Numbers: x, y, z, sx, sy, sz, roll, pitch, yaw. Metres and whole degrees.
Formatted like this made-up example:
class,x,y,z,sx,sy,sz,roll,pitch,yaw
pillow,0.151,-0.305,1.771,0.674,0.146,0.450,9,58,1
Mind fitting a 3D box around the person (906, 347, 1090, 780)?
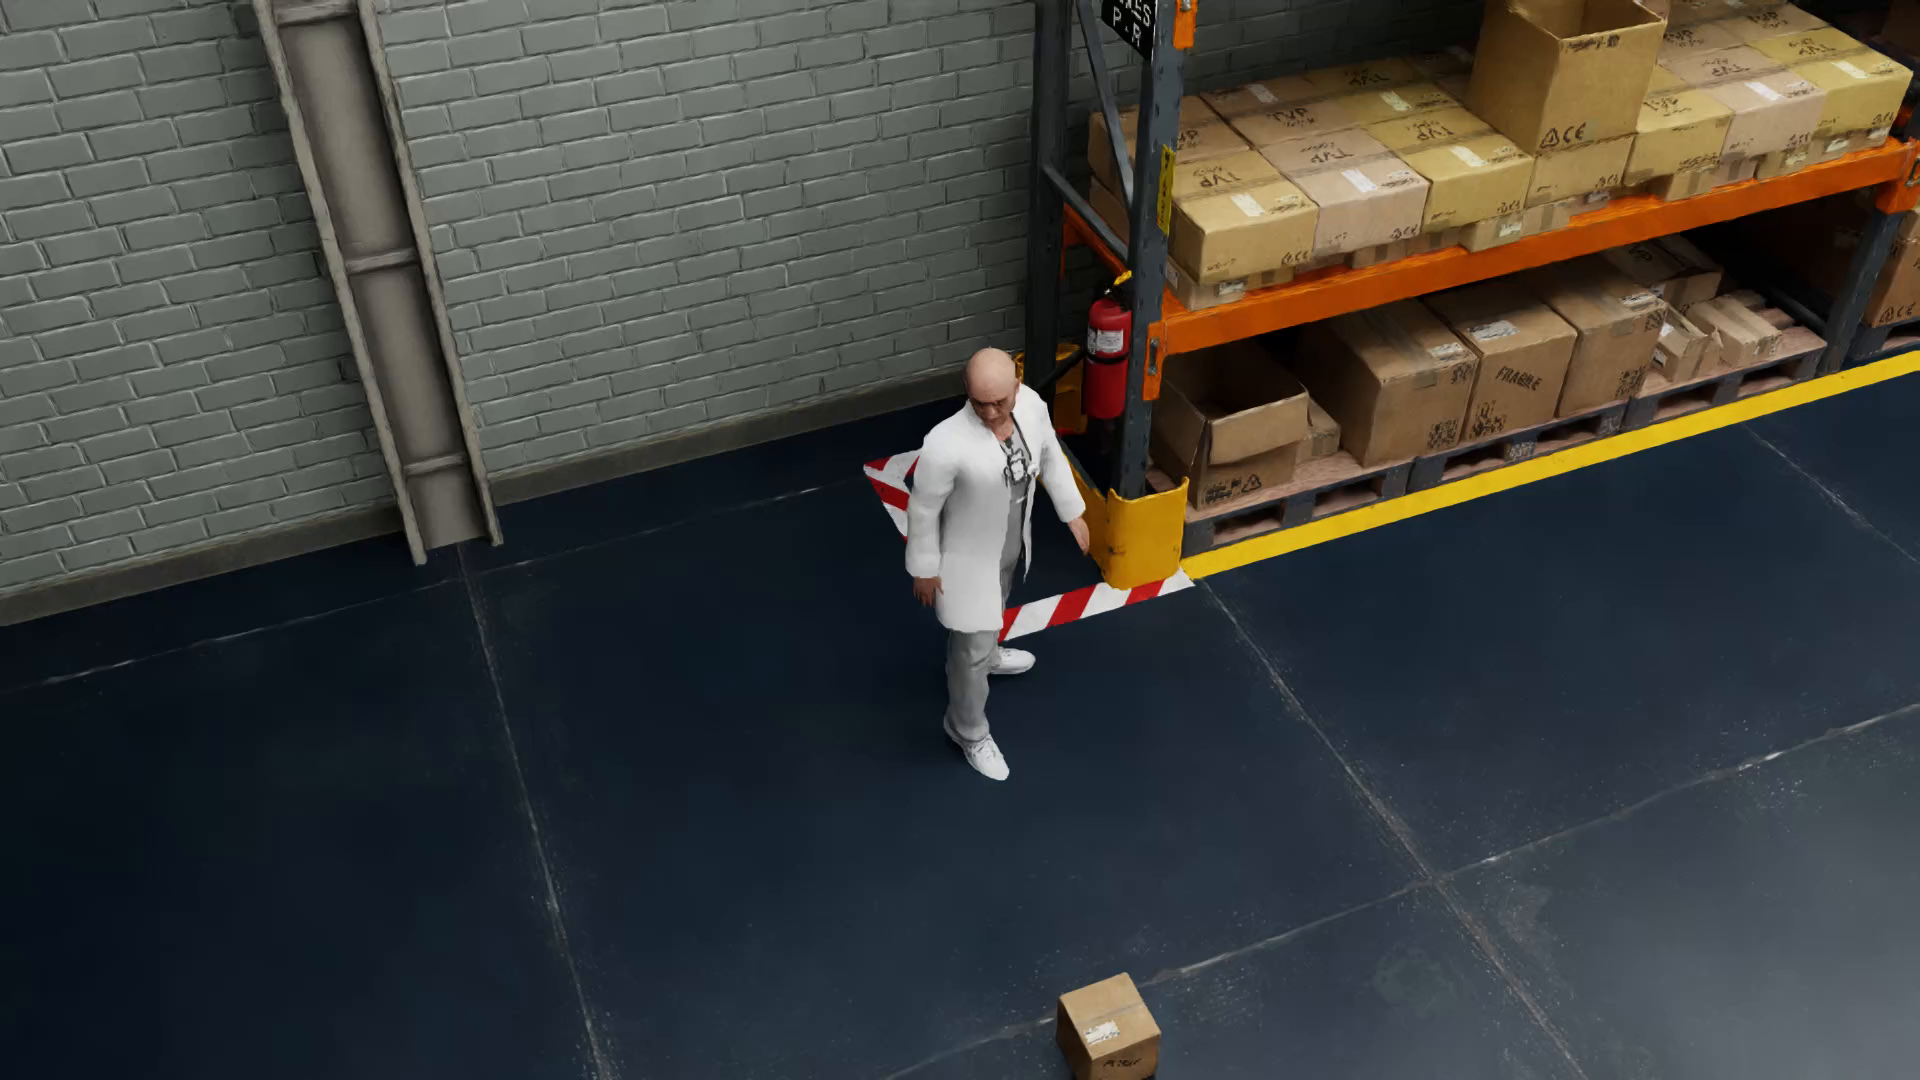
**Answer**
class,x,y,z,sx,sy,sz,roll,pitch,yaw
person,0.114,0.011,6.127,0.553,1.770,0.676,27,48,27
